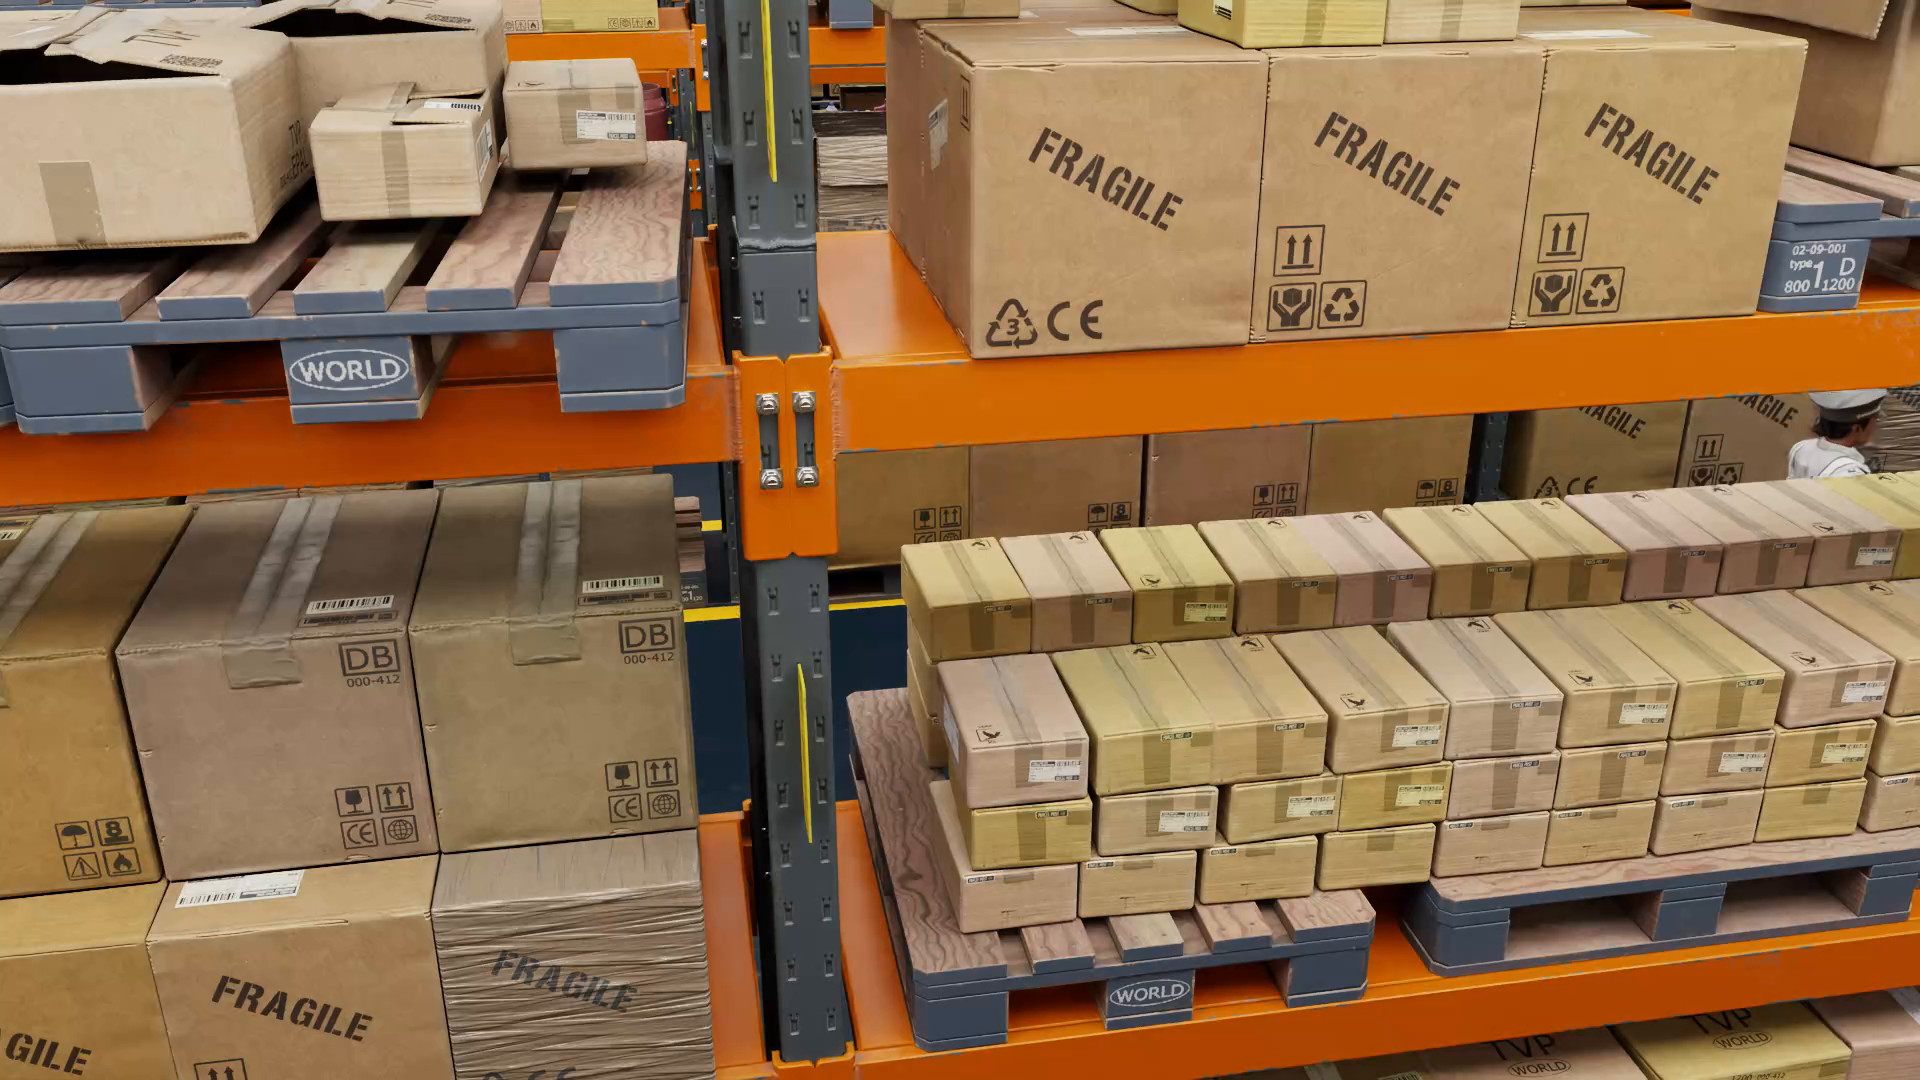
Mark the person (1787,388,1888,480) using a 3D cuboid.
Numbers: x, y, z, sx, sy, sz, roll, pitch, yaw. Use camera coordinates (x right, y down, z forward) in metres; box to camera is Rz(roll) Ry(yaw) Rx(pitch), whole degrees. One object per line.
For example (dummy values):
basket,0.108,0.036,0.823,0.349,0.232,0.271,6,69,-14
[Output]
person,3.451,0.177,6.641,0.436,1.712,0.519,-2,24,-4
